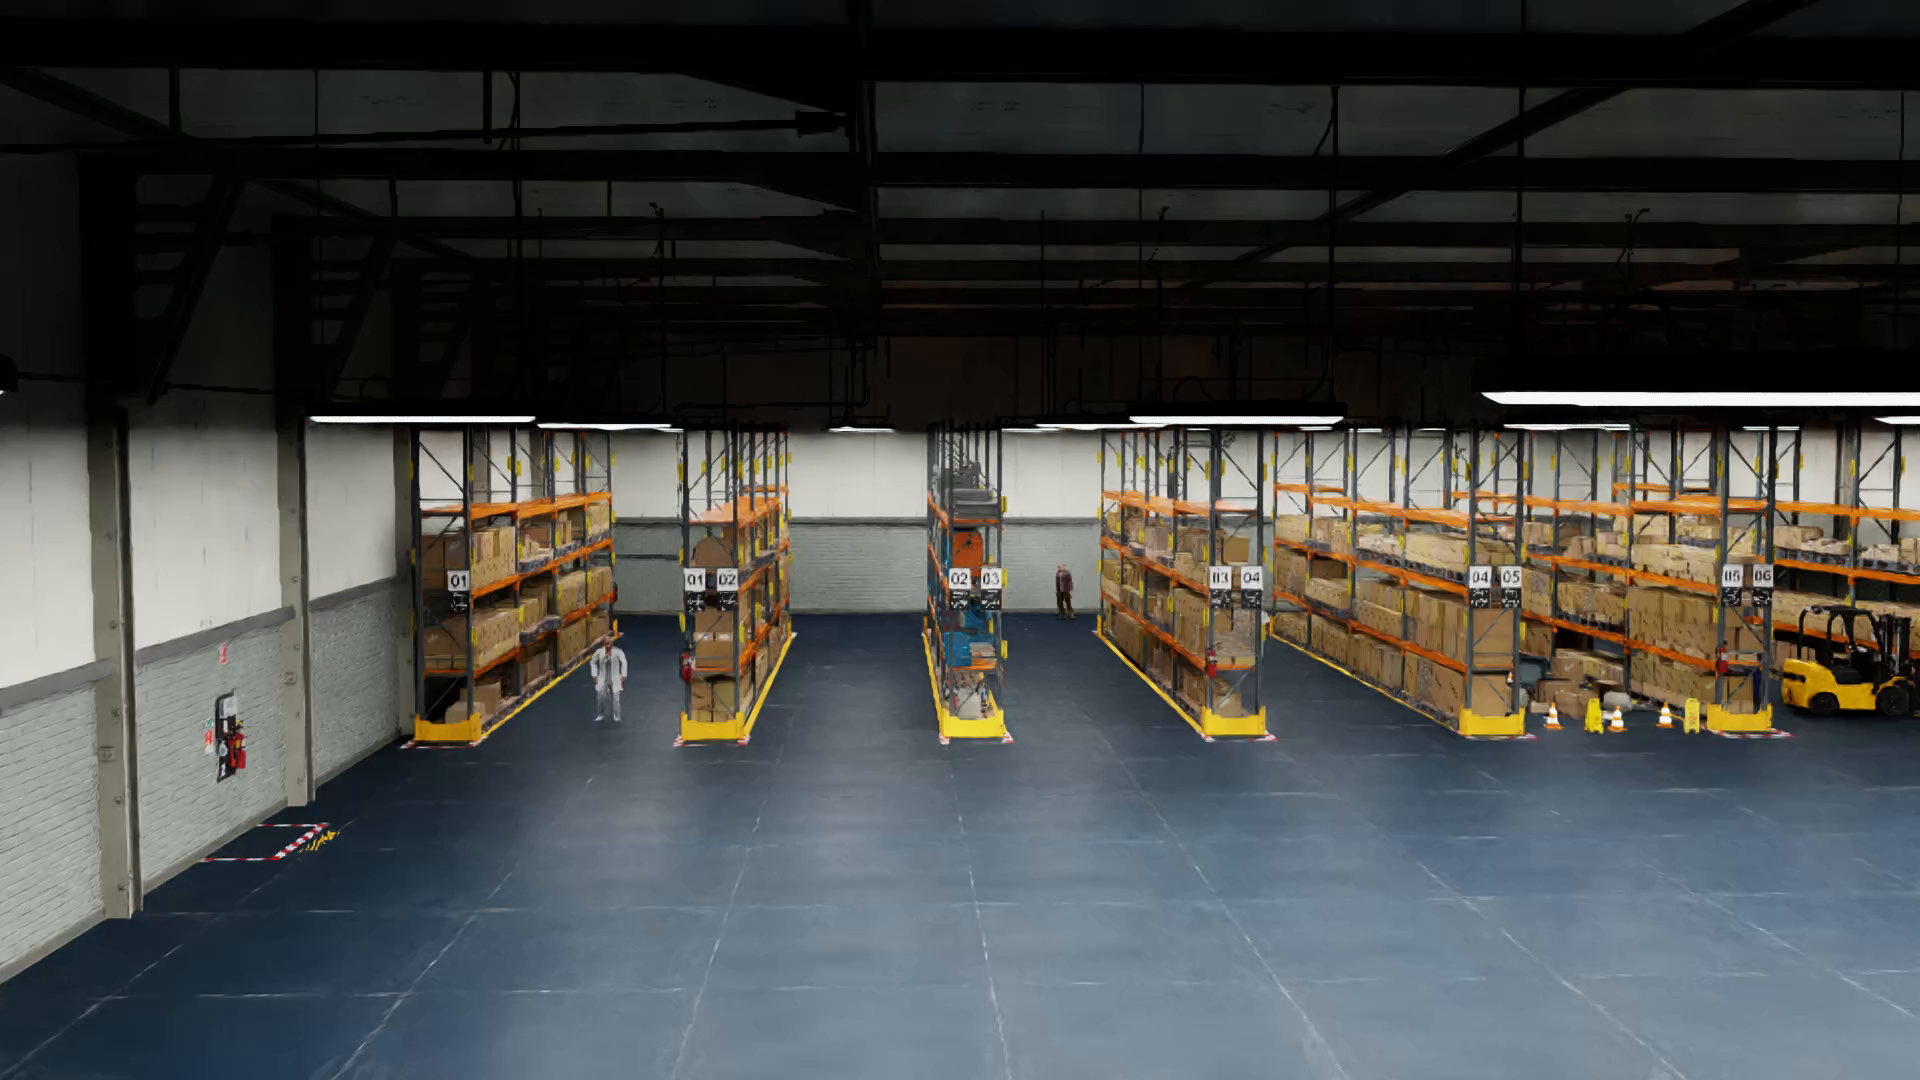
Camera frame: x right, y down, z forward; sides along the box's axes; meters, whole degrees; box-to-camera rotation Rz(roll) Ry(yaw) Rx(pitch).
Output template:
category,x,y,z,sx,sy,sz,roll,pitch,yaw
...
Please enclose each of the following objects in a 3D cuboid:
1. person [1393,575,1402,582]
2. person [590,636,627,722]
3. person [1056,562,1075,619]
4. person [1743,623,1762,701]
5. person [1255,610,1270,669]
category,x,y,z,sx,sy,sz,roll,pitch,yaw
person,13.044,1.771,49.410,0.639,1.587,0.432,-2,4,-29
person,-6.963,2.750,32.981,0.729,1.731,0.541,0,4,-5
person,3.250,1.551,51.475,0.616,1.765,0.629,2,4,33
person,17.103,2.597,35.742,0.448,1.652,0.572,-2,4,-25
person,7.145,2.301,40.194,0.719,1.714,0.578,0,4,-5
